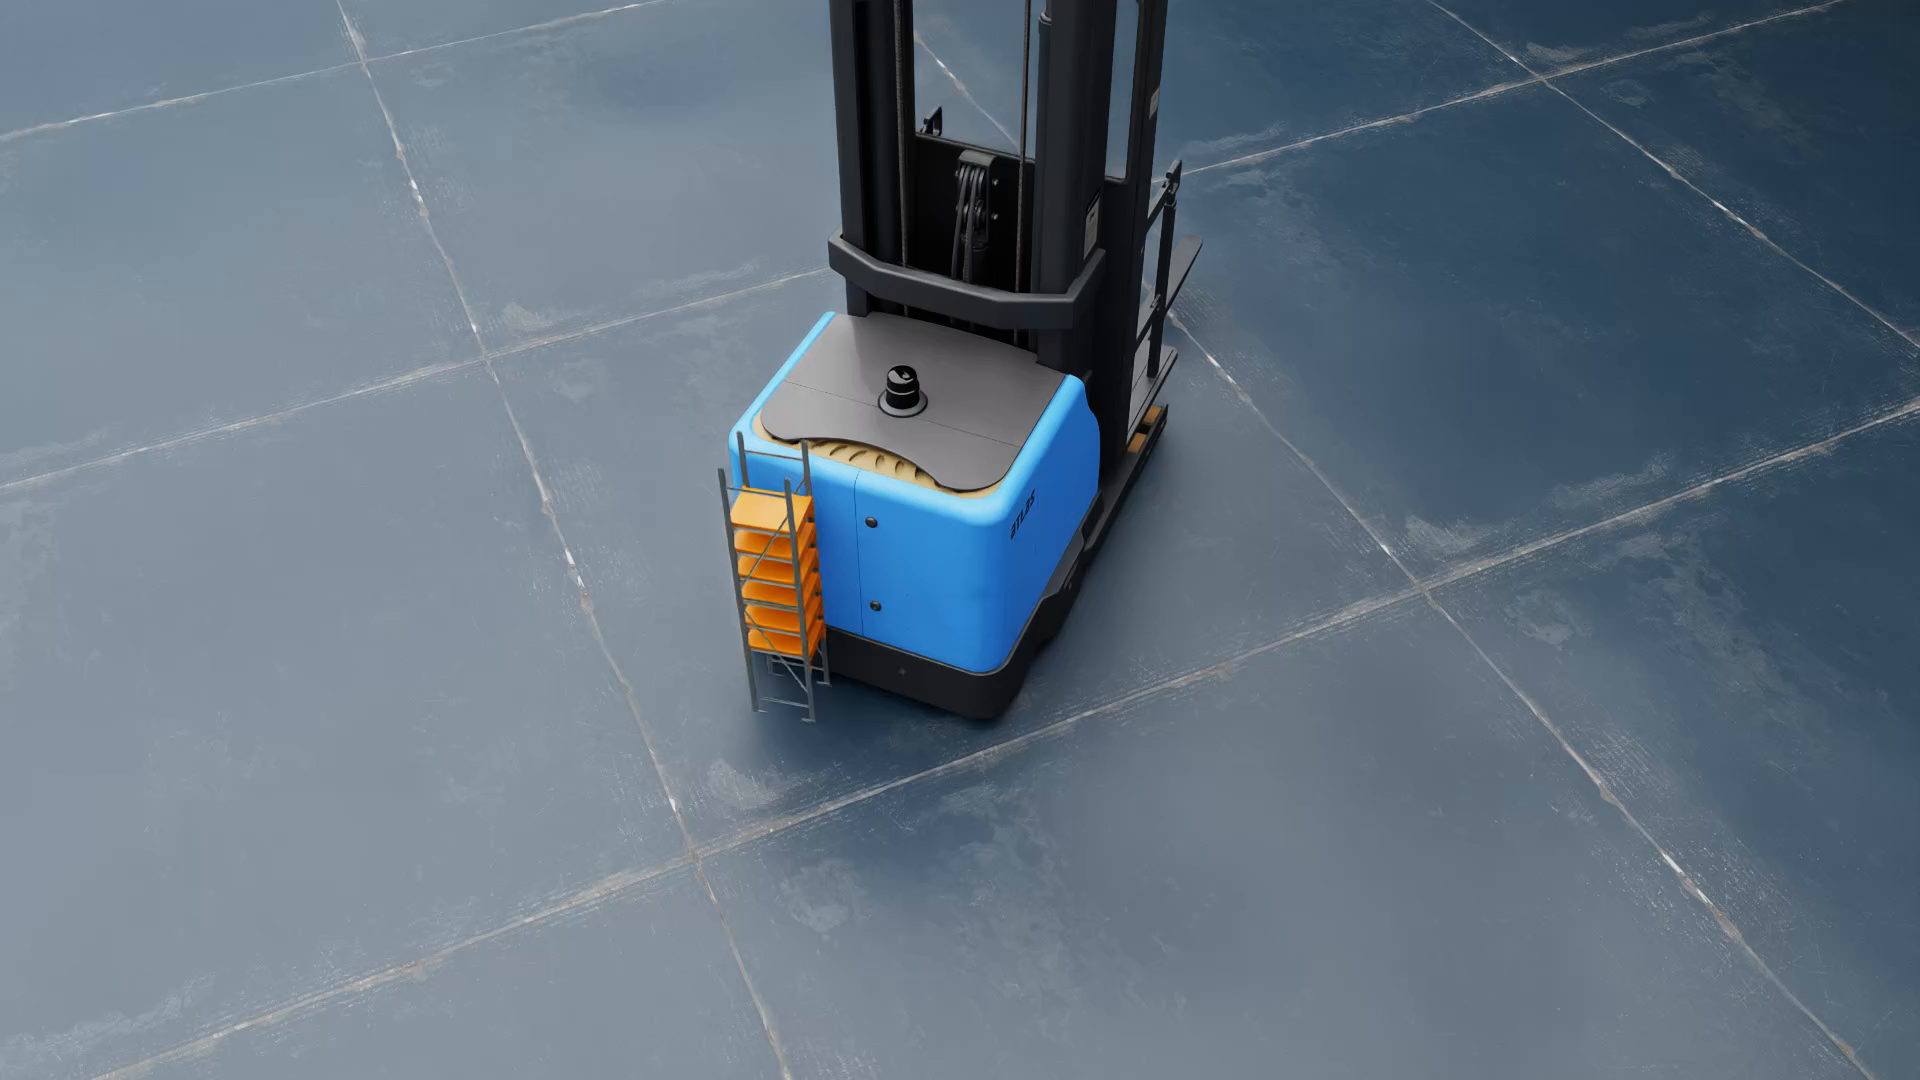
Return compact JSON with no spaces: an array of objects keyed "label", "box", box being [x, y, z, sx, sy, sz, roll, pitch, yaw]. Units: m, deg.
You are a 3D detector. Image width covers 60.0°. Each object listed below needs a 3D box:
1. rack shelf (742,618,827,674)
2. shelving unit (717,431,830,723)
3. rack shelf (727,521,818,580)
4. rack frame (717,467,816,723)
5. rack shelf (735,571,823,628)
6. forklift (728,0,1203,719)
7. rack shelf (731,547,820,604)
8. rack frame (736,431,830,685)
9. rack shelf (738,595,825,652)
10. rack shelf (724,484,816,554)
[{"label":"rack shelf","box":[-0.625,0.358,5.936,0.258,0.103,0.180,9,45,10]},{"label":"shelving unit","box":[-0.627,0.156,5.736,0.258,1.200,0.189,9,45,10]},{"label":"rack shelf","box":[-0.628,0.016,5.600,0.258,0.103,0.180,9,45,10]},{"label":"rack frame","box":[-0.648,0.218,5.673,0.240,1.200,0.006,9,45,10]},{"label":"rack shelf","box":[-0.626,0.187,5.768,0.258,0.103,0.180,9,45,10]},{"label":"forklift","box":[0.246,-1.446,6.129,1.130,2.935,3.031,17,47,16]},{"label":"rack shelf","box":[-0.627,0.102,5.684,0.258,0.103,0.180,9,45,10]},{"label":"rack frame","box":[-0.606,0.093,5.800,0.240,1.200,0.006,9,45,10]},{"label":"rack shelf","box":[-0.625,0.273,5.852,0.258,0.103,0.180,9,45,10]},{"label":"rack shelf","box":[-0.629,-0.070,5.515,0.258,0.103,0.180,9,45,10]}]
